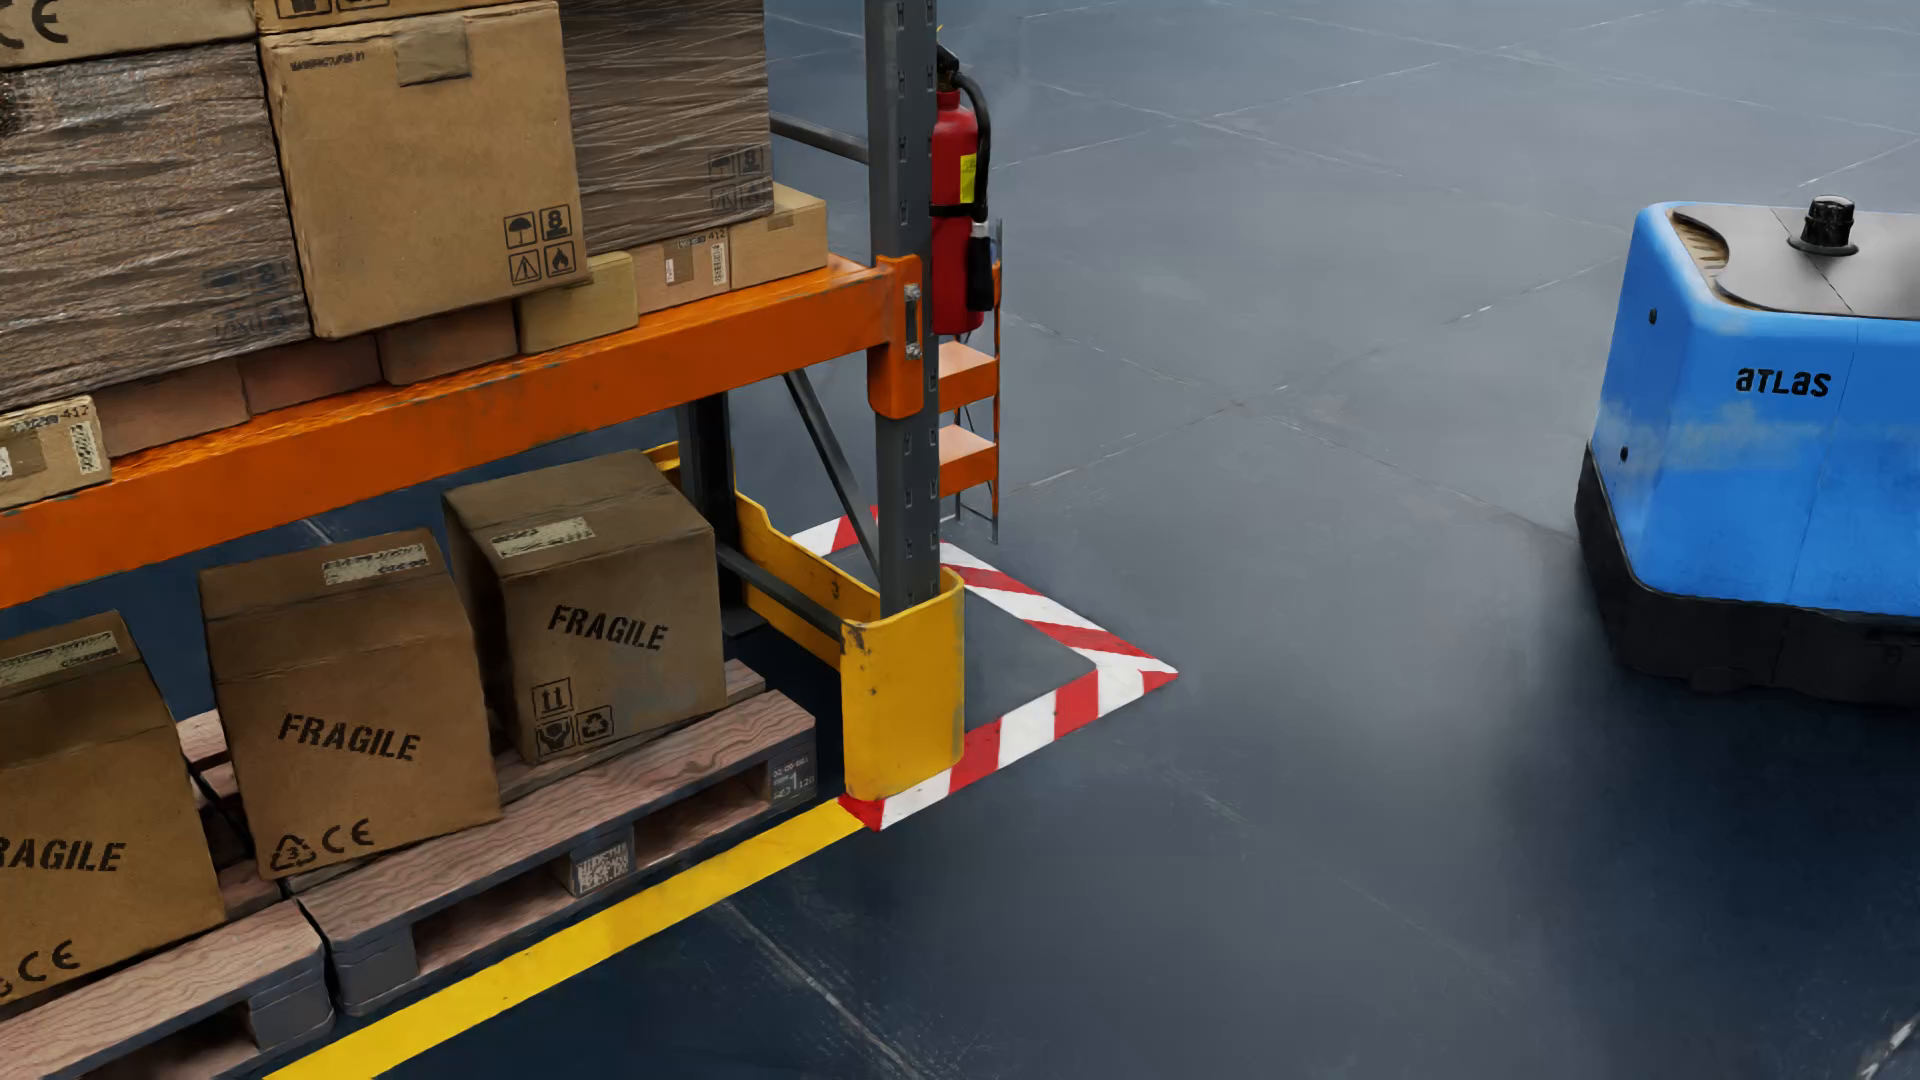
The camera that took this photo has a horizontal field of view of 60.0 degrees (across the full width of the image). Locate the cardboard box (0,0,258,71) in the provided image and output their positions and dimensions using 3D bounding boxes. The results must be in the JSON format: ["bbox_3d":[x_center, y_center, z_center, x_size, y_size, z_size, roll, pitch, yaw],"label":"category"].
[{"bbox_3d":[-1.432,-1.009,2.474,0.500,0.500,0.500,-22,35,-35],"label":"cardboard box"}]

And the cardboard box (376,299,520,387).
[{"bbox_3d":[-1.046,-0.443,3.163,0.250,0.149,0.380,-22,35,-35],"label":"cardboard box"}]

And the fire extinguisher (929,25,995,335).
[{"bbox_3d":[-0.029,-0.793,3.633,0.183,0.674,0.296,-22,35,-35],"label":"fire extinguisher"}]

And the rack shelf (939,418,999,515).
[{"bbox_3d":[-0.041,-0.192,5.108,0.240,0.259,0.215,-22,35,-35],"label":"rack shelf"}]

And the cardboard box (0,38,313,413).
[{"bbox_3d":[-1.563,-0.640,2.844,0.500,0.500,0.875,-22,35,-35],"label":"cardboard box"}]

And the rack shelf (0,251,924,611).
[{"bbox_3d":[-1.937,-0.028,2.883,4.000,0.370,1.077,-22,35,-35],"label":"rack shelf"}]

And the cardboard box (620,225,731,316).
[{"bbox_3d":[-0.689,-0.609,3.473,0.250,0.149,0.380,-22,35,-35],"label":"cardboard box"}]

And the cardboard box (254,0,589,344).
[{"bbox_3d":[-1.154,-0.778,3.102,0.500,0.500,0.875,-22,35,-35],"label":"cardboard box"}]

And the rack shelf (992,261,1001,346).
[{"bbox_3d":[-0.040,-0.688,4.843,0.240,0.259,0.215,-22,35,-35],"label":"rack shelf"}]

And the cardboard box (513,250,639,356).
[{"bbox_3d":[-0.846,-0.514,3.296,0.250,0.149,0.380,-22,35,-35],"label":"cardboard box"}]

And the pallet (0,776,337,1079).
[{"bbox_3d":[-2.042,0.903,3.336,1.213,0.211,1.003,-22,35,-35],"label":"pallet"}]

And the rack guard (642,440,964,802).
[{"bbox_3d":[-0.473,0.169,4.404,0.348,0.500,1.175,-22,35,-35],"label":"rack guard"}]

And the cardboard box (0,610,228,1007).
[{"bbox_3d":[-1.823,0.525,3.291,0.500,0.500,0.500,-18,33,-30],"label":"cardboard box"}]

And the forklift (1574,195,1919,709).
[{"bbox_3d":[3.345,-0.982,3.978,3.031,2.935,1.130,5,29,10],"label":"forklift"}]

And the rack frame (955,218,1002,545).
[{"bbox_3d":[0.052,-0.484,5.042,0.008,1.050,0.200,-22,35,-35],"label":"rack frame"}]

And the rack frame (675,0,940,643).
[{"bbox_3d":[-0.416,-0.957,3.858,0.127,3.000,1.000,-22,35,-35],"label":"rack frame"}]

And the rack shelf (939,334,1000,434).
[{"bbox_3d":[-0.041,-0.437,4.977,0.240,0.259,0.215,-22,35,-35],"label":"rack shelf"}]

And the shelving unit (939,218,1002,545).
[{"bbox_3d":[-0.041,-0.447,4.972,0.252,1.050,0.215,-22,35,-35],"label":"shelving unit"}]

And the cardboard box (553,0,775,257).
[{"bbox_3d":[-0.852,-0.974,3.468,0.500,0.500,0.875,-22,35,-35],"label":"cardboard box"}]

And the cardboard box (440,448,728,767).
[{"bbox_3d":[-0.901,0.145,4.002,0.500,0.500,0.500,-15,32,-26],"label":"cardboard box"}]

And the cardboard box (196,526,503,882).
[{"bbox_3d":[-1.334,0.340,3.637,0.500,0.500,0.500,-13,31,-22],"label":"cardboard box"}]

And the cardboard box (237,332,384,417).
[{"bbox_3d":[-1.263,-0.381,3.047,0.250,0.149,0.380,-22,35,-35],"label":"cardboard box"}]

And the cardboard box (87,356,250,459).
[{"bbox_3d":[-1.439,-0.297,2.889,0.250,0.149,0.380,-22,35,-35],"label":"cardboard box"}]

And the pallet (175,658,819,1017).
[{"bbox_3d":[-1.114,0.532,4.031,1.213,0.211,1.003,-22,35,-35],"label":"pallet"}]

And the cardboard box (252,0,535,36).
[{"bbox_3d":[-1.050,-1.161,2.758,0.500,0.500,0.500,-22,35,-35],"label":"cardboard box"}]

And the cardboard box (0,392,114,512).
[{"bbox_3d":[-1.571,-0.188,2.687,0.250,0.149,0.380,-22,35,-35],"label":"cardboard box"}]

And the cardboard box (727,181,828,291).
[{"bbox_3d":[-0.498,-0.685,3.616,0.250,0.149,0.380,-22,35,-35],"label":"cardboard box"}]
